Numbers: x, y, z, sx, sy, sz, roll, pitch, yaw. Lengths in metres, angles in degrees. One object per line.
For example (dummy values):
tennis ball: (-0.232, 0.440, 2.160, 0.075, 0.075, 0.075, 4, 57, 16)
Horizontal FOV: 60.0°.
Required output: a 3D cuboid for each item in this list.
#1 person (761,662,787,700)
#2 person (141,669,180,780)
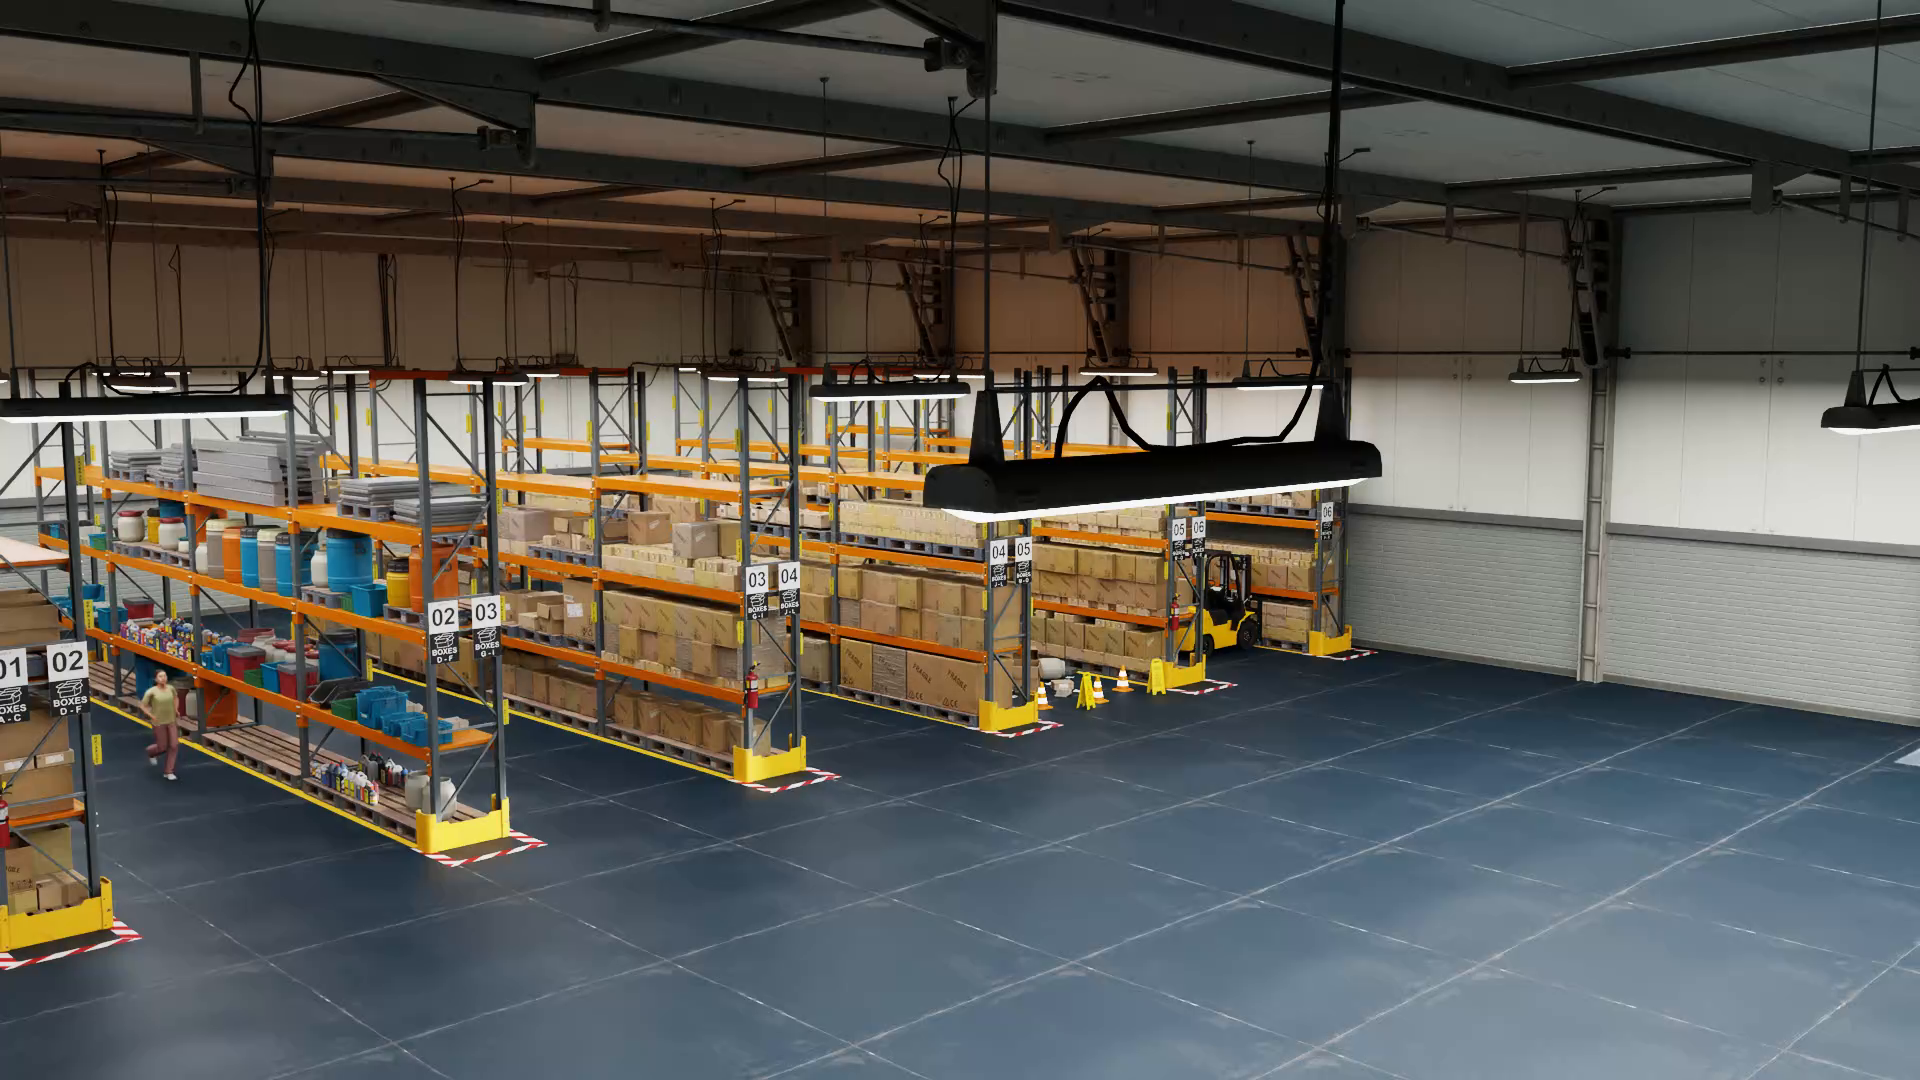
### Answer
person: (-3.448, 2.110, 30.253, 0.685, 1.680, 0.580, 6, 9, 41)
person: (-11.896, 2.729, 24.812, 0.731, 1.641, 0.579, 5, 8, 40)
